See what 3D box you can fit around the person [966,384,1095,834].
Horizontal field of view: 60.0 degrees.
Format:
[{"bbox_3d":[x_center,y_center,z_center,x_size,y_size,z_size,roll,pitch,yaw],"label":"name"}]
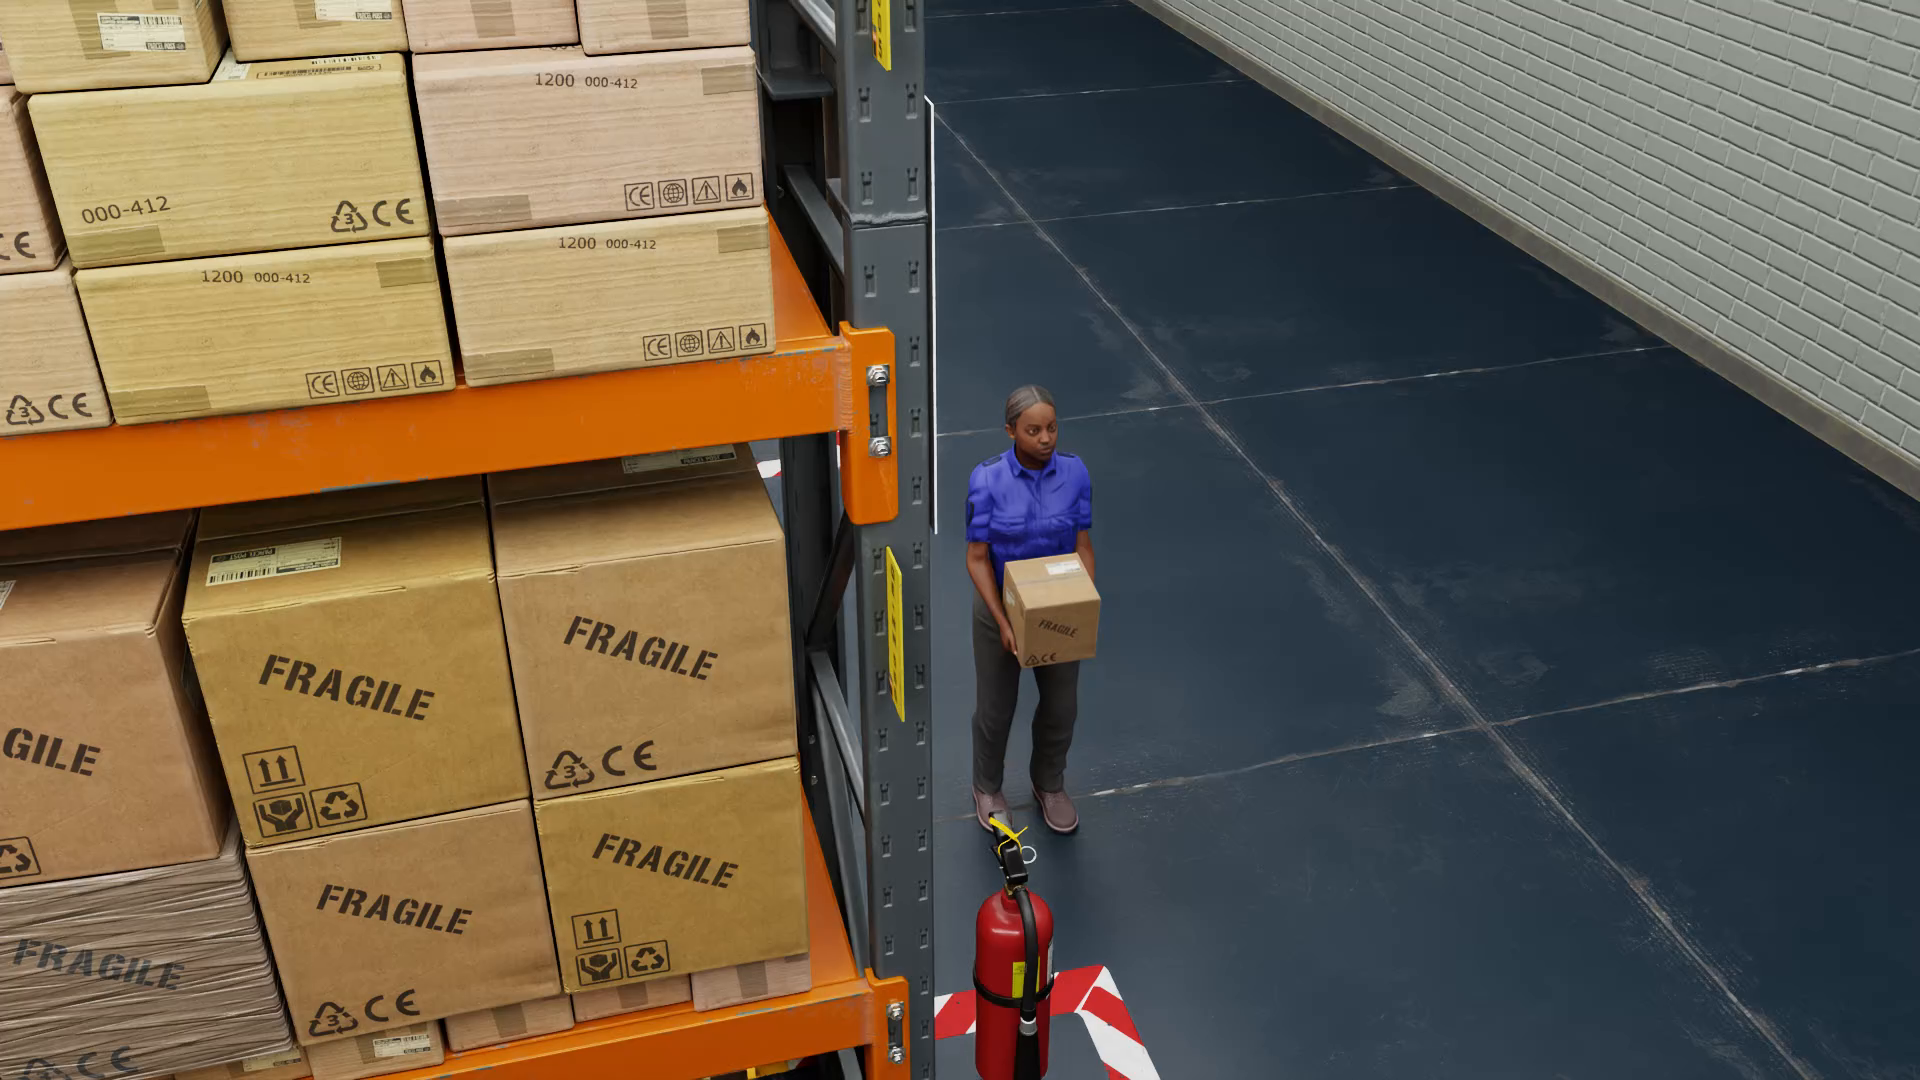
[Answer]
[{"bbox_3d":[0.248,0.289,5.655,0.450,1.647,0.517,-7,31,-12],"label":"person"}]
